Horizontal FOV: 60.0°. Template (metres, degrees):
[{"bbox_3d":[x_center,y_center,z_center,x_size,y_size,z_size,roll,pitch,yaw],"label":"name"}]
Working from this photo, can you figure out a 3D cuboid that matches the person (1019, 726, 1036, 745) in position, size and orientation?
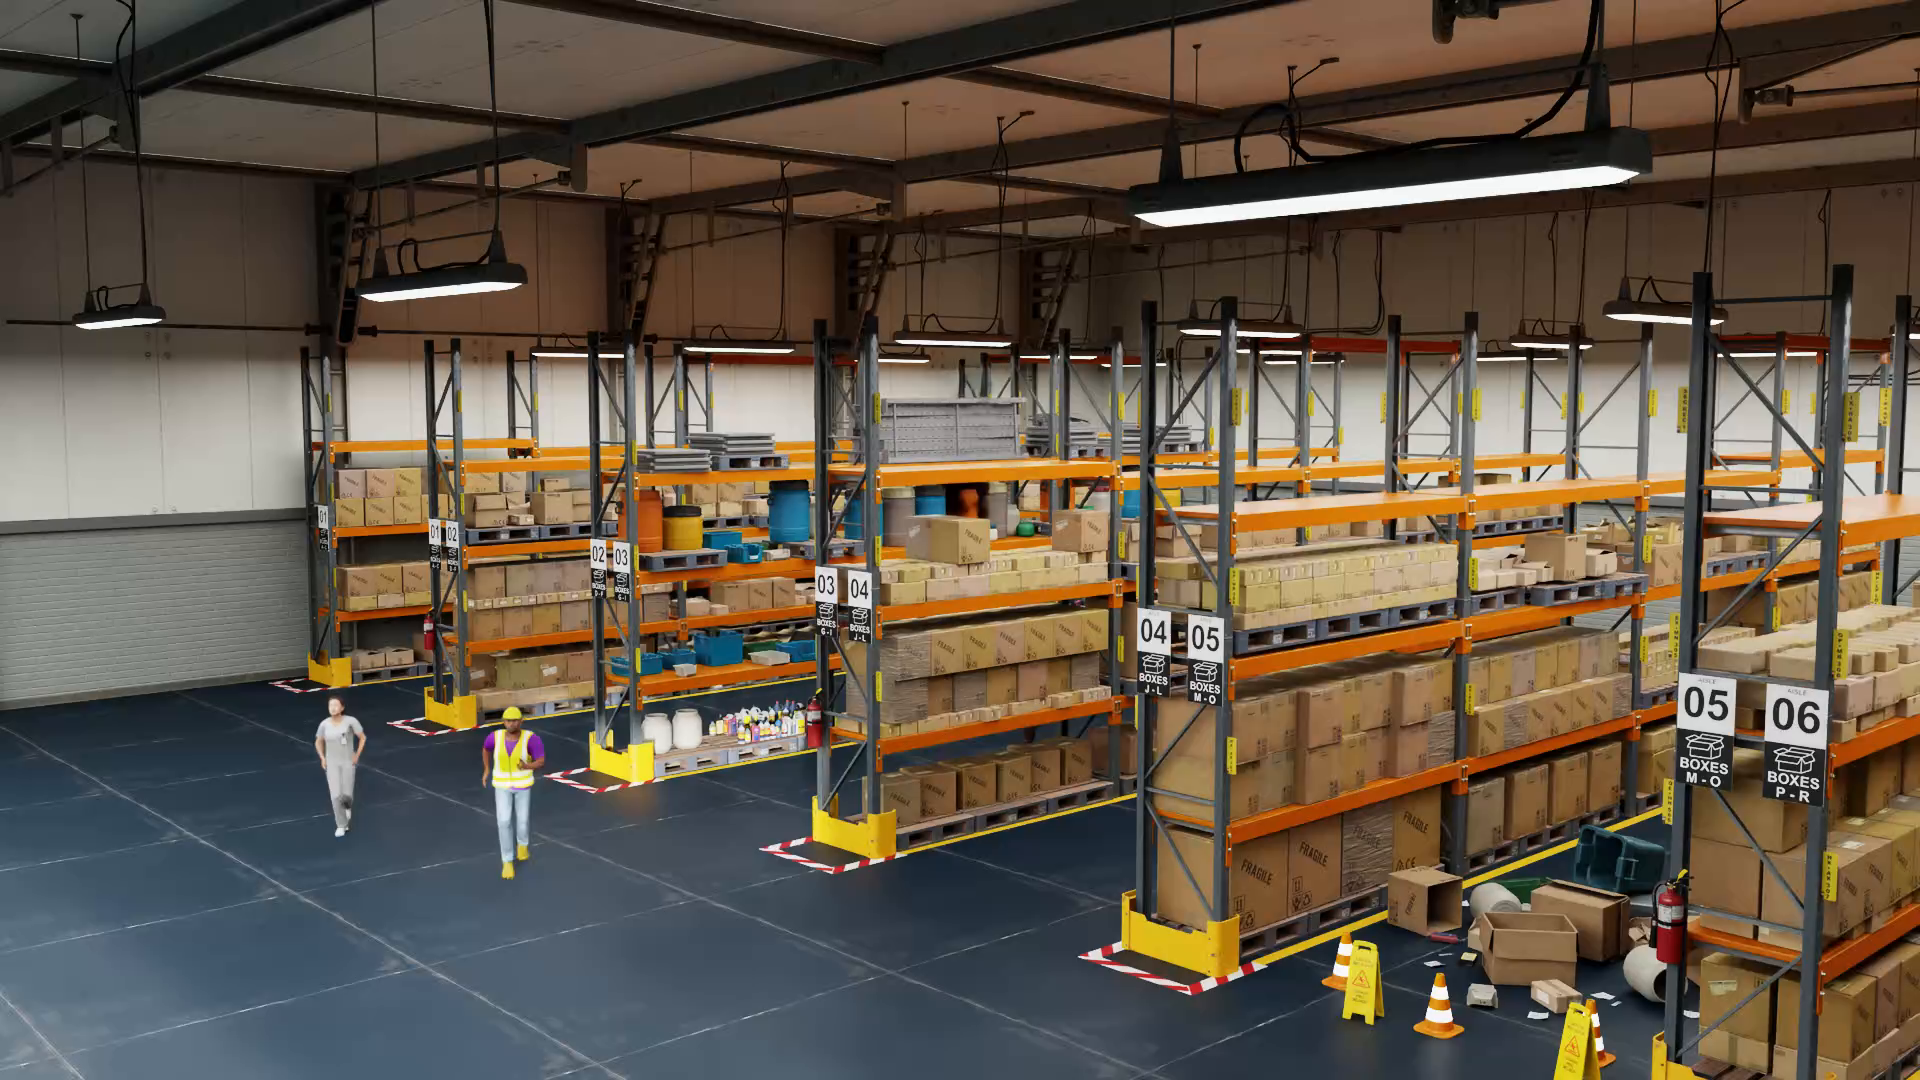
[{"bbox_3d":[0.926,2.024,22.861,0.656,1.703,0.575,5,7,44],"label":"person"}]

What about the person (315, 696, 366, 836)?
[{"bbox_3d":[-7.295,2.637,19.586,0.565,1.637,0.551,-1,5,-11],"label":"person"}]

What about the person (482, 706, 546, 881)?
[{"bbox_3d":[-4.828,2.692,18.010,0.676,1.818,0.876,-1,5,-13],"label":"person"}]

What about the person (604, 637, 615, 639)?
[{"bbox_3d":[-6.264,1.696,30.112,0.617,1.671,0.637,4,6,37],"label":"person"}]
